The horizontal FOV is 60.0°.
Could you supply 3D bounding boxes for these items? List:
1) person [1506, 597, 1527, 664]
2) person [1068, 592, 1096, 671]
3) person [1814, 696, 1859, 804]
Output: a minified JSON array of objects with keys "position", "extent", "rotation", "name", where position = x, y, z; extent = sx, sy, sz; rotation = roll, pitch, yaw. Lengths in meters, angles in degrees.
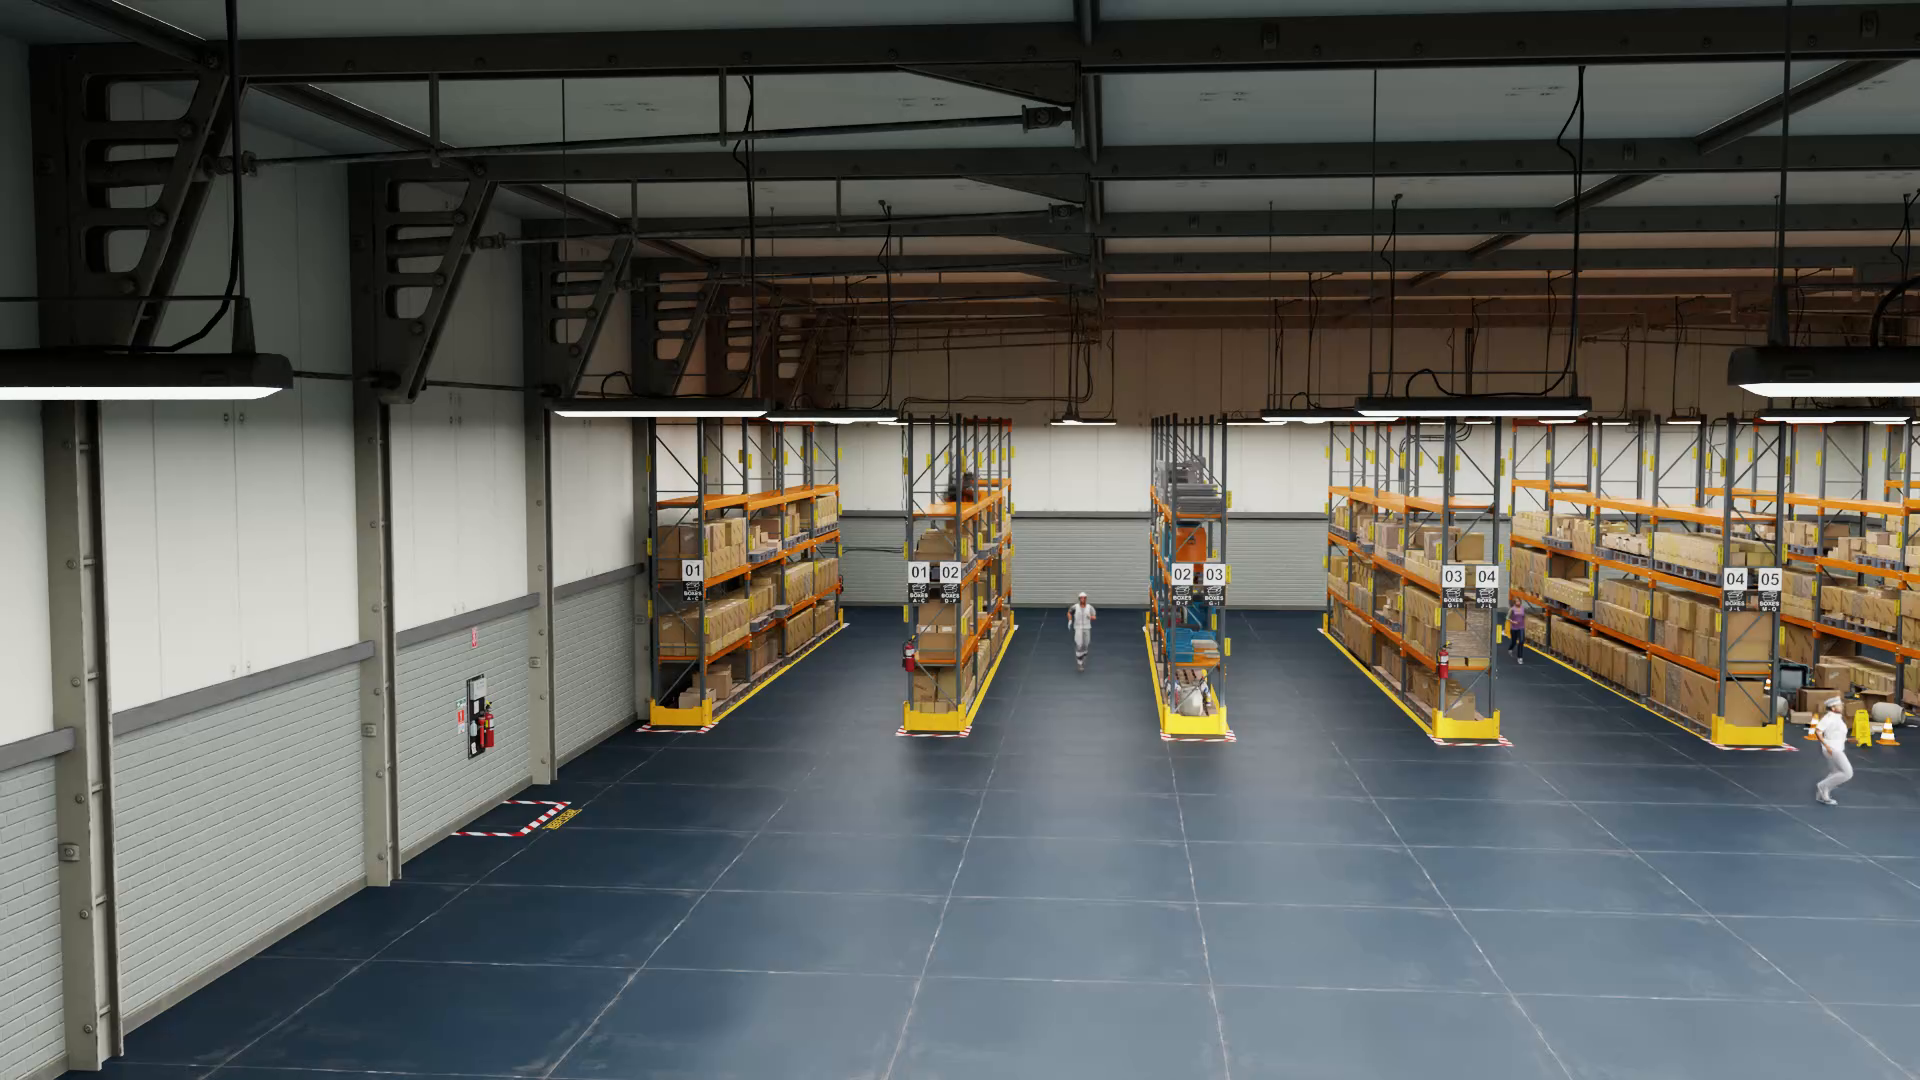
[{"position":[13.644,2.189,40.726],"extent":[0.553,1.597,0.878],"rotation":[0,4,3],"name":"person"},{"position":[2.902,2.158,39.528],"extent":[0.650,1.840,0.826],"rotation":[0,4,-6],"name":"person"},{"position":[13.309,3.189,25.213],"extent":[0.569,1.659,0.560],"rotation":[3,5,38],"name":"person"}]
